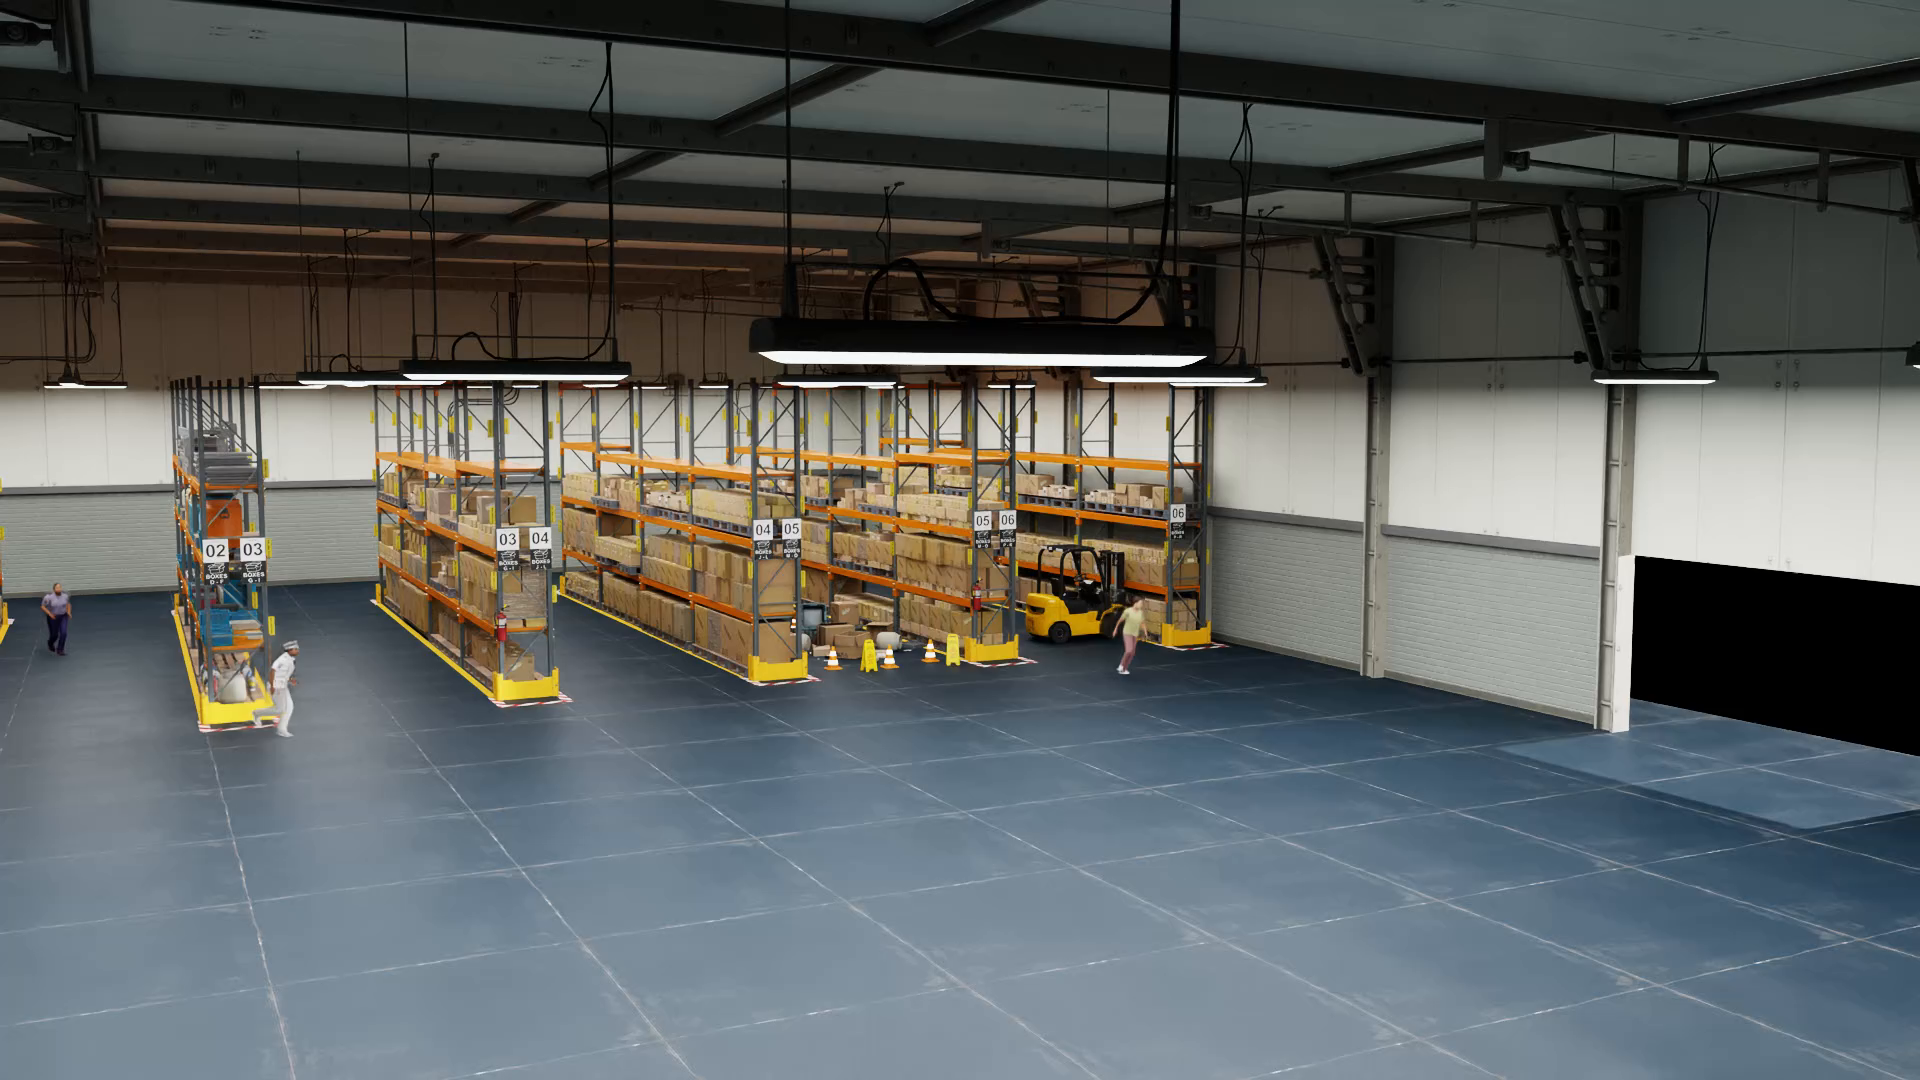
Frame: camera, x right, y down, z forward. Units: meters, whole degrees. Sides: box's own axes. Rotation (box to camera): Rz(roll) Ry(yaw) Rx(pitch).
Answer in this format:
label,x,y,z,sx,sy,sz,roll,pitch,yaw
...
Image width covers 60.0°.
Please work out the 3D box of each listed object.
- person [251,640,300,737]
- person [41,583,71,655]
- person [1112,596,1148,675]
label,x,y,z,sx,sy,sz,roll,pitch,yaw
person,-11.400,2.488,27.722,0.797,1.615,0.576,-1,5,-9
person,-19.718,1.719,36.286,0.606,1.594,0.638,-5,7,-43
person,3.450,1.926,33.583,0.586,1.628,0.577,-3,6,-29
